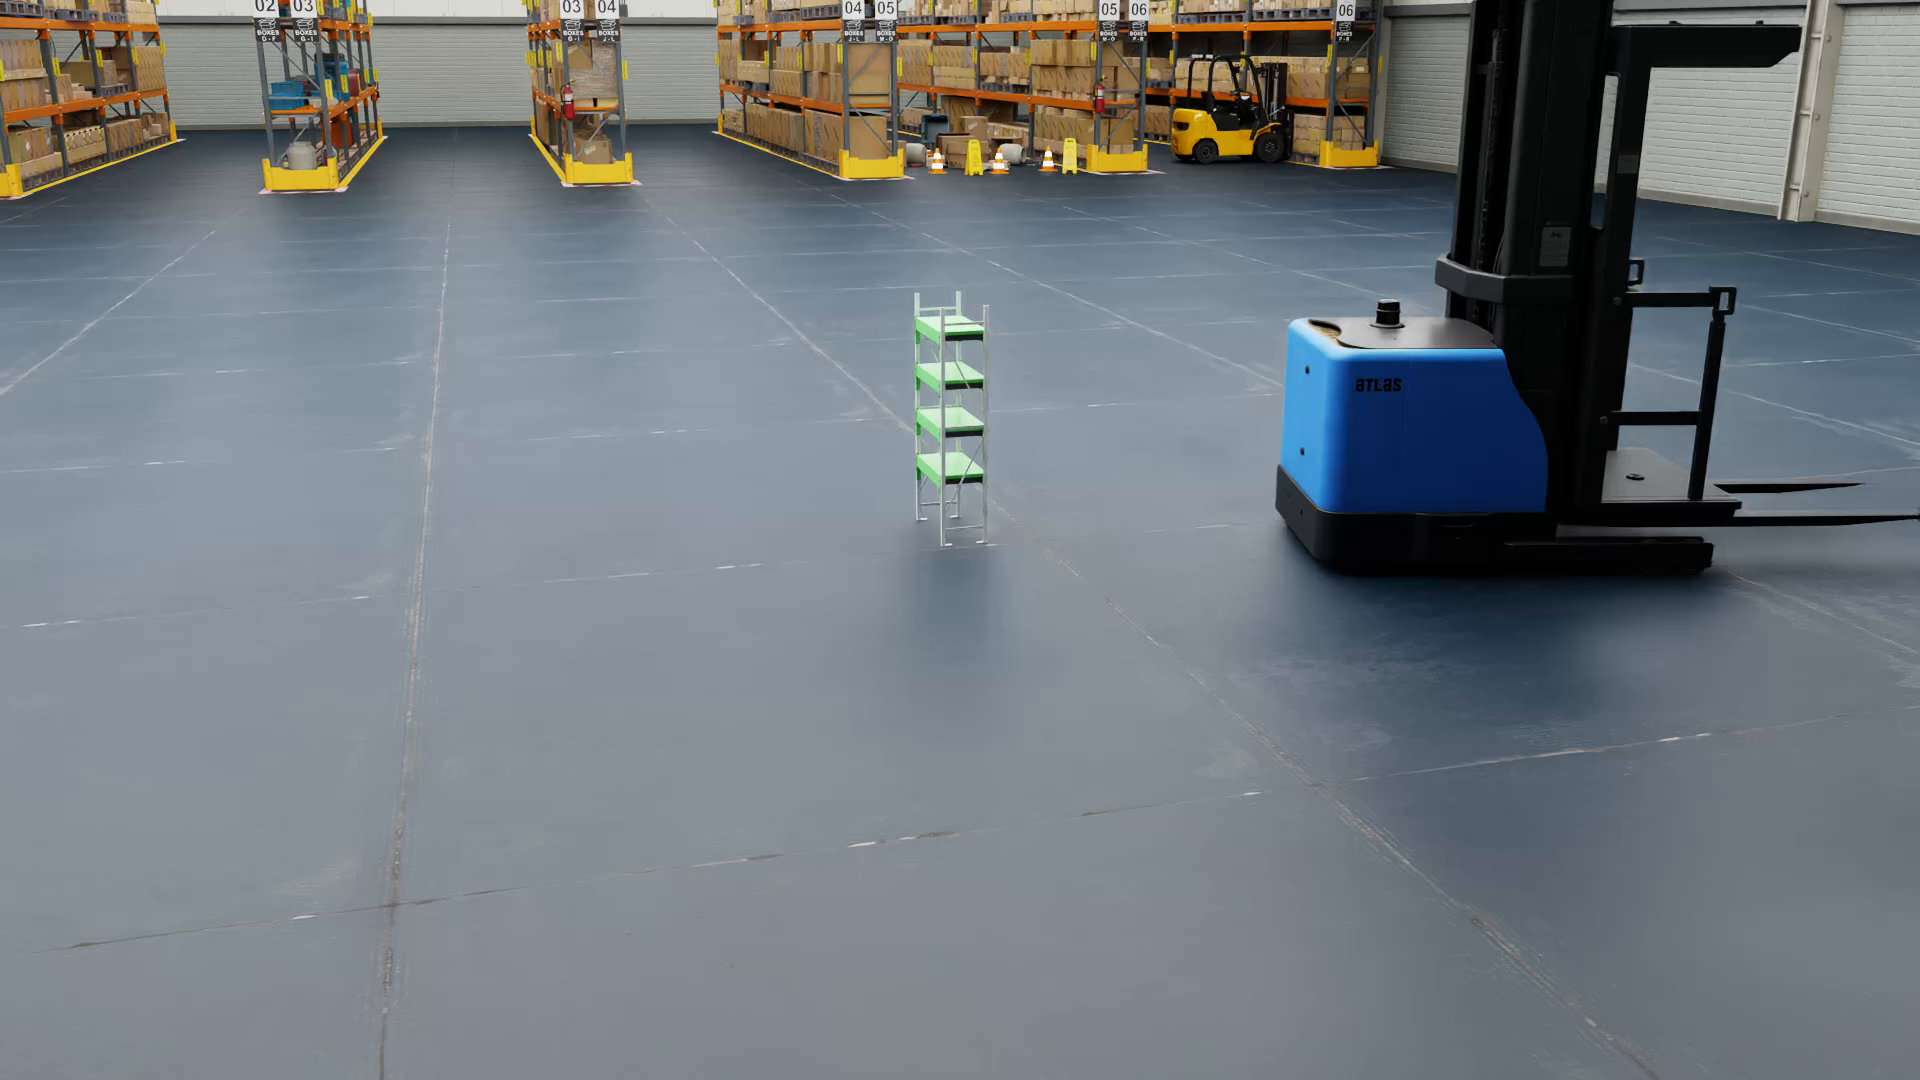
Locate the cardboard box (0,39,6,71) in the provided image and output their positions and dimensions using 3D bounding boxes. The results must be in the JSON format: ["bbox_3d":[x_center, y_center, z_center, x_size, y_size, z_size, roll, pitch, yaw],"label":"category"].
[{"bbox_3d":[-16.254,-8.017,27.498,0.700,0.500,0.500,-5,17,-17],"label":"cardboard box"}]

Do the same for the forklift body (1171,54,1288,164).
[{"bbox_3d":[5.577,-8.991,34.645,2.313,2.155,1.214,-5,17,-15],"label":"forklift body"}]

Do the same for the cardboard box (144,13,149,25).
[{"bbox_3d":[-19.699,-12.451,39.734,0.500,0.250,0.500,-5,17,-15],"label":"cardboard box"}]

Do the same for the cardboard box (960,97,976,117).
[{"bbox_3d":[0.531,-10.465,41.039,0.875,0.875,0.875,-4,17,-15],"label":"cardboard box"}]

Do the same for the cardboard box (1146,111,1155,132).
[{"bbox_3d":[5.057,-10.618,42.200,0.500,0.500,0.500,-4,17,-13],"label":"cardboard box"}]

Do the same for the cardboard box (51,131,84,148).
[{"bbox_3d":[-17.223,-7.733,32.057,0.500,0.311,0.500,-5,18,-17],"label":"cardboard box"}]

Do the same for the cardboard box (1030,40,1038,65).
[{"bbox_3d":[1.894,-10.260,34.967,0.700,0.500,0.500,-5,17,-16],"label":"cardboard box"}]

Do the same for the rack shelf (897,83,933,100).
[{"bbox_3d":[-0.767,-12.152,44.942,1.077,0.370,4.000,-5,17,-15],"label":"rack shelf"}]

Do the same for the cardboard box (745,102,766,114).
[{"bbox_3d":[-5.000,-10.661,41.042,0.500,0.250,0.500,-5,18,-18],"label":"cardboard box"}]

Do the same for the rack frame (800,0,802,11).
[{"bbox_3d":[-2.750,-12.184,33.371,1.000,3.000,0.127,-5,17,-15],"label":"rack frame"}]

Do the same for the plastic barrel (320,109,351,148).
[{"bbox_3d":[-13.559,-8.957,36.099,0.600,0.830,0.708,-5,17,-15],"label":"plastic barrel"}]

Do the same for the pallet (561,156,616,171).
[{"bbox_3d":[-7.328,-7.428,32.814,1.003,0.211,1.213,-5,17,-15],"label":"pallet"}]

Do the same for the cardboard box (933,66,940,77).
[{"bbox_3d":[-0.367,-11.966,42.467,0.500,0.250,0.500,-5,17,-17],"label":"cardboard box"}]

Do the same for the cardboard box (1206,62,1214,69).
[{"bbox_3d":[5.919,-10.977,38.481,0.380,0.149,0.250,-5,17,-17],"label":"cardboard box"}]

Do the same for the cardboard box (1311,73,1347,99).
[{"bbox_3d":[7.465,-9.180,33.626,0.500,0.500,0.500,-5,17,-16],"label":"cardboard box"}]

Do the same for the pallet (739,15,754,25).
[{"bbox_3d":[-4.594,-12.404,39.646,1.213,0.211,1.003,-5,17,-15],"label":"pallet"}]

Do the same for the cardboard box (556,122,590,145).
[{"bbox_3d":[-8.443,-8.883,36.390,0.700,0.500,0.500,-6,18,-18],"label":"cardboard box"}]

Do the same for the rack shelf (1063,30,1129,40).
[{"bbox_3d":[4.005,-13.982,45.820,1.077,0.370,4.000,-5,17,-15],"label":"rack shelf"}]

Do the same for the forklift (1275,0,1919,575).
[{"bbox_3d":[3.188,-1.393,7.993,3.031,2.935,1.130,0,17,-2],"label":"forklift"}]

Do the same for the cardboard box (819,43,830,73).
[{"bbox_3d":[-2.249,-9.346,32.213,0.875,0.550,0.500,-5,17,-15],"label":"cardboard box"}]

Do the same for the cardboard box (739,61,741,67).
[{"bbox_3d":[-5.200,-11.667,40.752,0.380,0.149,0.250,-4,17,-14],"label":"cardboard box"}]

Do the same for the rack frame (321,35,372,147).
[{"bbox_3d":[-14.508,-10.768,39.085,1.000,3.000,0.127,-5,17,-15],"label":"rack frame"}]

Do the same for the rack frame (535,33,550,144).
[{"bbox_3d":[-9.746,-11.159,40.388,1.000,3.000,0.127,-5,17,-15],"label":"rack frame"}]

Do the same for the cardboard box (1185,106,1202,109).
[{"bbox_3d":[5.810,-10.713,41.391,0.380,0.149,0.250,-4,17,-12],"label":"cardboard box"}]

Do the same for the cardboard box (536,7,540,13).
[{"bbox_3d":[-10.018,-13.105,40.573,0.700,0.500,0.500,-6,18,-19],"label":"cardboard box"}]

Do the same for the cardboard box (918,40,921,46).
[{"bbox_3d":[-0.898,-13.199,44.139,0.380,0.149,0.250,-5,17,-16],"label":"cardboard box"}]

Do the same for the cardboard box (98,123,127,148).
[{"bbox_3d":[-18.305,-8.716,35.836,0.500,0.500,0.500,-5,17,-16],"label":"cardboard box"}]

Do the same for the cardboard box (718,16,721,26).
[{"bbox_3d":[-6.170,-13.850,44.394,0.500,0.250,0.500,-4,17,-13],"label":"cardboard box"}]

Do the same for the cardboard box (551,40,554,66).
[{"bbox_3d":[-7.668,-9.471,32.339,0.500,0.500,0.500,-5,17,-15],"label":"cardboard box"}]

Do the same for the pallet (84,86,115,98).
[{"bbox_3d":[-18.426,-9.361,34.735,1.213,0.211,1.003,-5,17,-15],"label":"pallet"}]

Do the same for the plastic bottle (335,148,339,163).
[{"bbox_3d":[-11.718,-7.214,31.213,0.061,0.283,0.133,-4,17,-12],"label":"plastic bottle"}]

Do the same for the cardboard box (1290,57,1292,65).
[{"bbox_3d":[7.124,-10.024,34.791,0.380,0.149,0.250,-4,17,-14],"label":"cardboard box"}]

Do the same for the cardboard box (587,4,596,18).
[{"bbox_3d":[-6.332,-9.359,29.440,0.500,0.250,0.500,-4,17,-14],"label":"cardboard box"}]

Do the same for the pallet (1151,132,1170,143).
[{"bbox_3d":[5.485,-10.104,41.722,1.003,0.211,1.213,-5,17,-15],"label":"pallet"}]

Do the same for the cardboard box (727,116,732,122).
[{"bbox_3d":[-6.011,-11.223,44.307,0.380,0.149,0.250,-4,17,-14],"label":"cardboard box"}]

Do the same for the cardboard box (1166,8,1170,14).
[{"bbox_3d":[5.272,-12.938,40.663,0.380,0.149,0.250,-5,17,-17],"label":"cardboard box"}]

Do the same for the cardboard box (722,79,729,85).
[{"bbox_3d":[-6.142,-12.248,44.451,0.380,0.149,0.250,-5,17,-17],"label":"cardboard box"}]

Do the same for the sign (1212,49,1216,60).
[{"bbox_3d":[6.186,-11.829,40.606,0.100,0.325,0.005,-5,17,-15],"label":"sign"}]

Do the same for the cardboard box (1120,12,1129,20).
[{"bbox_3d":[3.302,-10.057,31.942,0.380,0.149,0.250,-5,17,-15],"label":"cardboard box"}]

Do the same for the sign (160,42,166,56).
[{"bbox_3d":[-19.832,-12.228,41.384,0.100,0.325,0.005,-5,17,-15],"label":"sign"}]

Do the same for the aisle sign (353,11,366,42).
[{"bbox_3d":[-15.345,-13.162,42.538,0.394,0.787,0.004,-5,17,-15],"label":"aisle sign"}]

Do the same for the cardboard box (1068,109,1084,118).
[{"bbox_3d":[2.378,-8.545,33.302,0.380,0.149,0.250,-4,17,-14],"label":"cardboard box"}]

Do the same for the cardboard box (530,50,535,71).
[{"bbox_3d":[-10.687,-12.260,42.494,0.500,0.500,0.500,-5,17,-17],"label":"cardboard box"}]

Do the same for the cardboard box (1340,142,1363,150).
[{"bbox_3d":[7.905,-8.053,34.095,0.500,0.250,0.500,-5,17,-15],"label":"cardboard box"}]

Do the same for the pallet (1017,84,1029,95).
[{"bbox_3d":[1.911,-9.861,36.400,1.003,0.211,1.213,-5,17,-15],"label":"pallet"}]

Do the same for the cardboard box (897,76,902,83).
[{"bbox_3d":[-1.460,-12.942,46.148,0.500,0.500,0.500,-5,17,-16],"label":"cardboard box"}]

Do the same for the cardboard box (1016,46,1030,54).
[{"bbox_3d":[1.436,-10.732,36.416,0.380,0.149,0.250,-5,17,-17],"label":"cardboard box"}]

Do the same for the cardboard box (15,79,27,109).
[{"bbox_3d":[-16.518,-7.664,28.578,0.700,0.500,0.500,-4,17,-14],"label":"cardboard box"}]

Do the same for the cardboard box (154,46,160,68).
[{"bbox_3d":[-19.844,-11.769,40.507,0.500,0.500,0.500,-4,17,-14],"label":"cardboard box"}]

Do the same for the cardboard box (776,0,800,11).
[{"bbox_3d":[-3.724,-11.675,36.247,0.500,0.250,0.500,-4,17,-14],"label":"cardboard box"}]

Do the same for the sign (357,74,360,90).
[{"bbox_3d":[-12.881,-9.785,35.529,0.100,0.325,0.005,-5,17,-15],"label":"sign"}]

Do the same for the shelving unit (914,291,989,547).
[{"bbox_3d":[-0.045,-0.620,8.432,0.258,1.200,0.503,-5,17,-15],"label":"shelving unit"}]

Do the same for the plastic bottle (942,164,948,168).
[{"bbox_3d":[-0.365,-7.451,33.152,0.133,0.061,0.283,-12,20,-34],"label":"plastic bottle"}]

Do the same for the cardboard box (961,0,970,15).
[{"bbox_3d":[0.427,-12.781,39.669,0.700,0.500,0.500,-6,18,-18],"label":"cardboard box"}]

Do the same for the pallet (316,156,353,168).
[{"bbox_3d":[-12.562,-7.434,32.832,1.003,0.211,1.213,-5,17,-15],"label":"pallet"}]

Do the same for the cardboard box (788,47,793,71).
[{"bbox_3d":[-3.312,-10.396,35.935,0.700,0.500,0.500,-5,17,-16],"label":"cardboard box"}]
